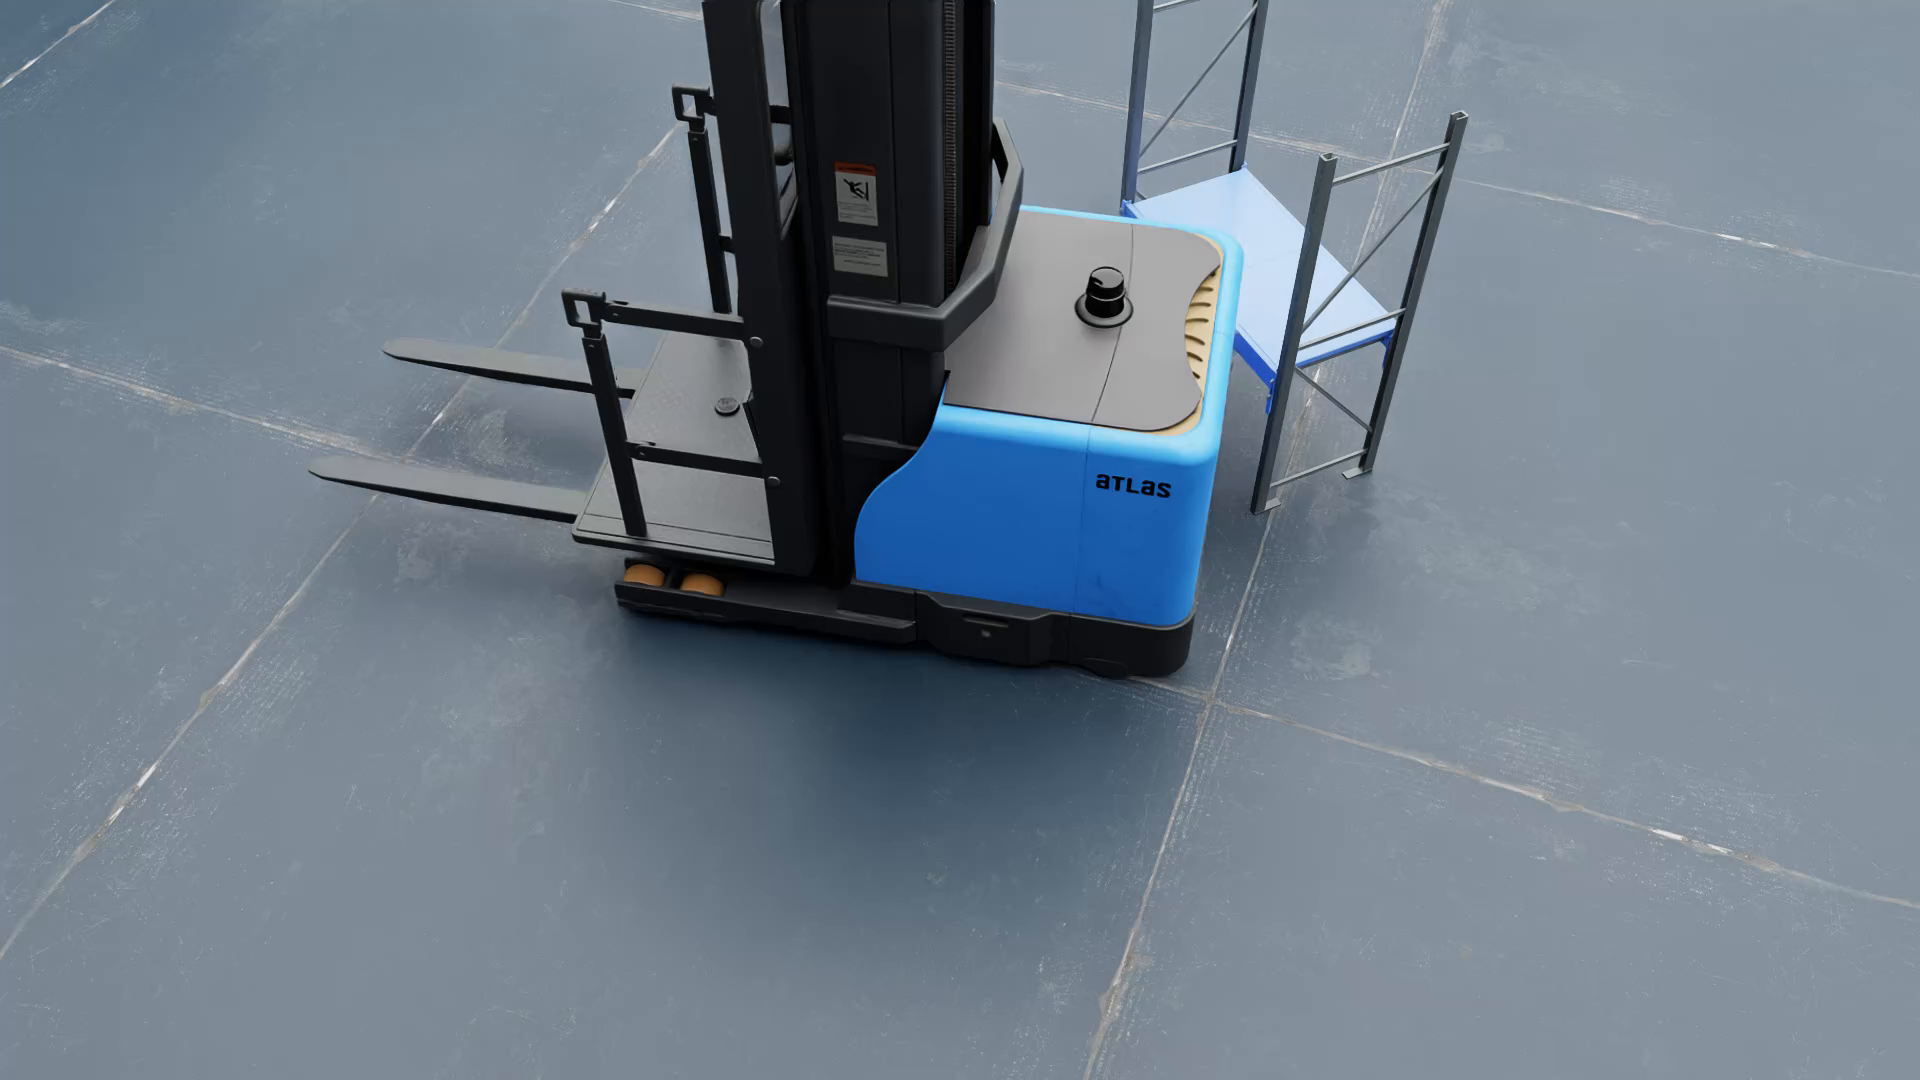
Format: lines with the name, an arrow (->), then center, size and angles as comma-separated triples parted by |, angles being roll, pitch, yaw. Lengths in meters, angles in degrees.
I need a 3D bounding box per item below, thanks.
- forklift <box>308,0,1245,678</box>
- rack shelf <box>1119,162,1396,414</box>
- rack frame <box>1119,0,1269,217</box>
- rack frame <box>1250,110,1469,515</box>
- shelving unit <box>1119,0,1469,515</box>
forklift -> -0.673, -1.077, 4.744 | 3.031, 2.935, 1.130 | 8, 50, 7
rack shelf -> 1.027, -0.898, 5.774 | 0.538, 0.185, 1.000 | -20, 52, -17
rack frame -> 0.805, -1.361, 5.937 | 0.500, 1.500, 0.032 | -20, 52, -17
rack frame -> 1.249, -0.670, 5.338 | 0.500, 1.500, 0.032 | -20, 52, -17
shelving unit -> 1.027, -1.016, 5.638 | 0.538, 1.500, 1.048 | -20, 52, -17
